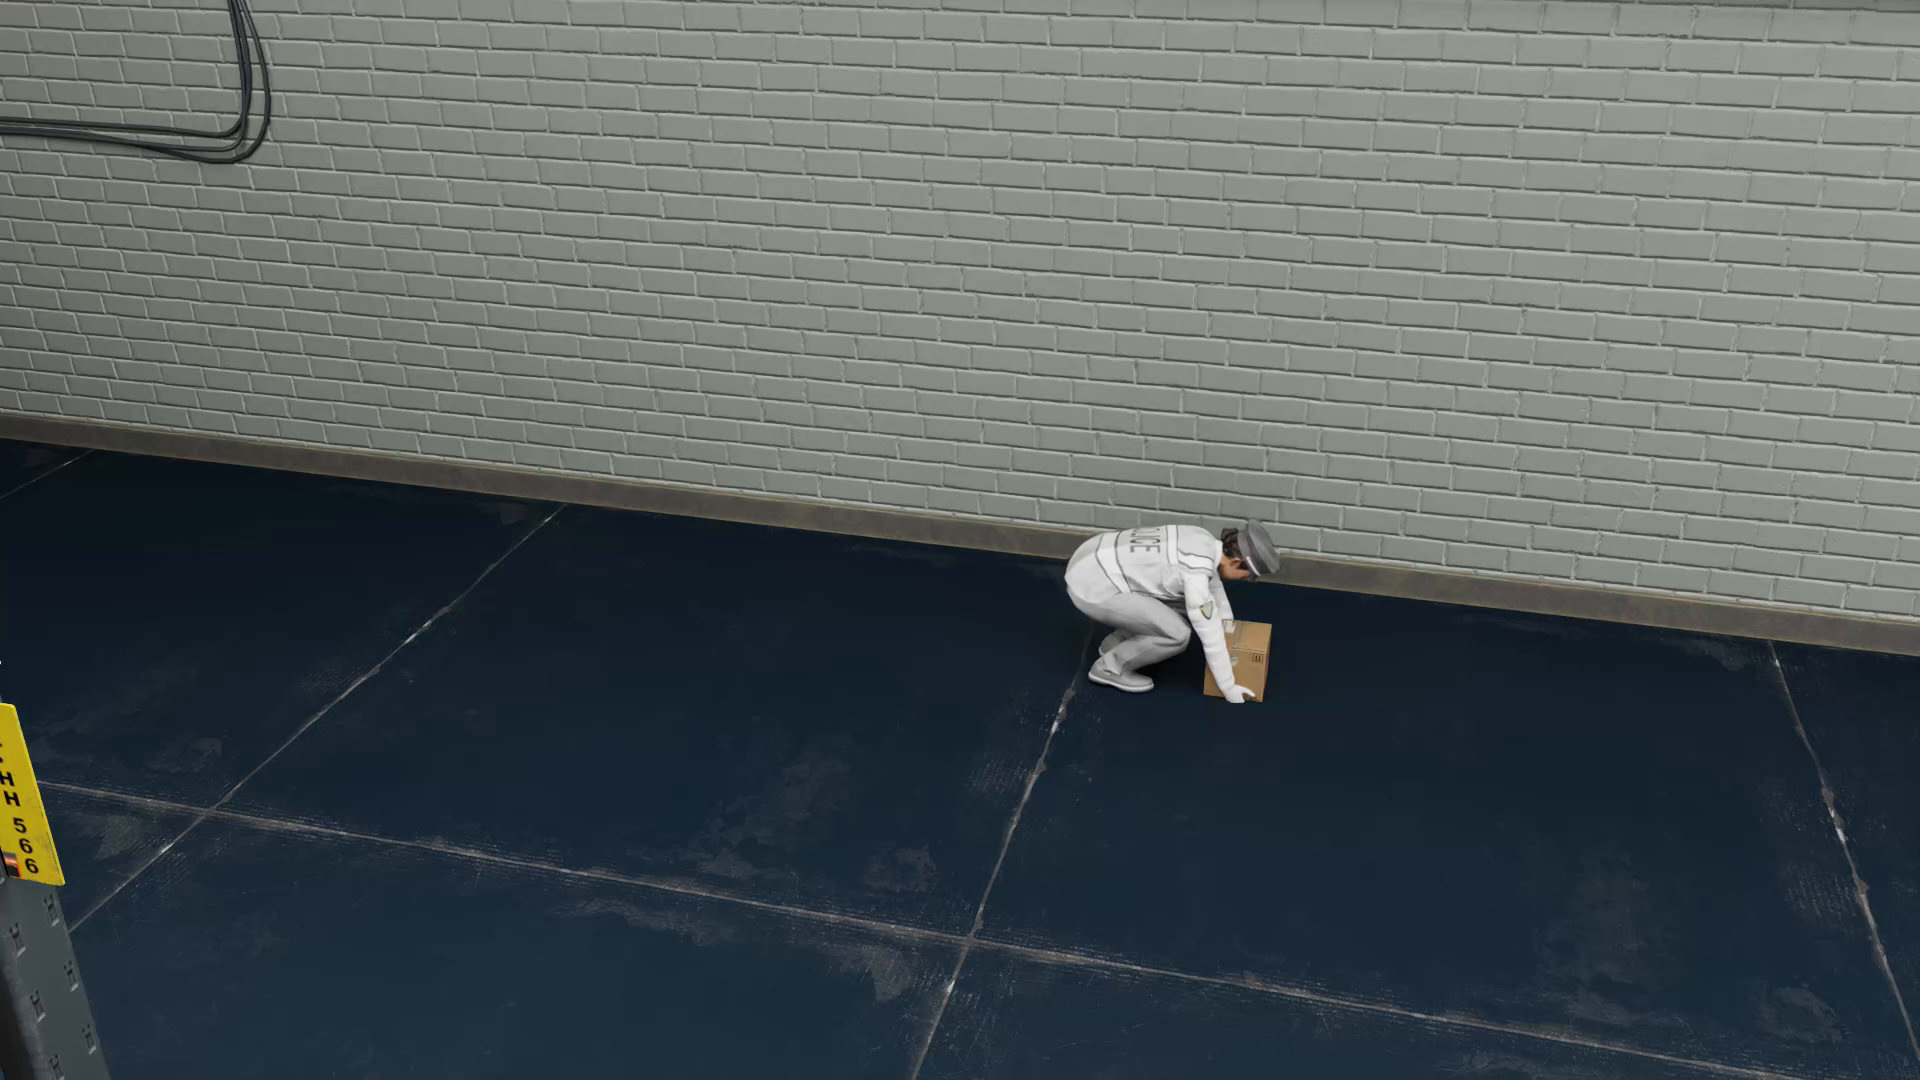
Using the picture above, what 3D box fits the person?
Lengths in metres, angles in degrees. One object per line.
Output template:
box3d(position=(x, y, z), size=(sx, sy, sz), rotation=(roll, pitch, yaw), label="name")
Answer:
box3d(position=(0.904, 0.266, 7.134), size=(0.906, 0.792, 0.456), rotation=(6, 26, 12), label="person")
